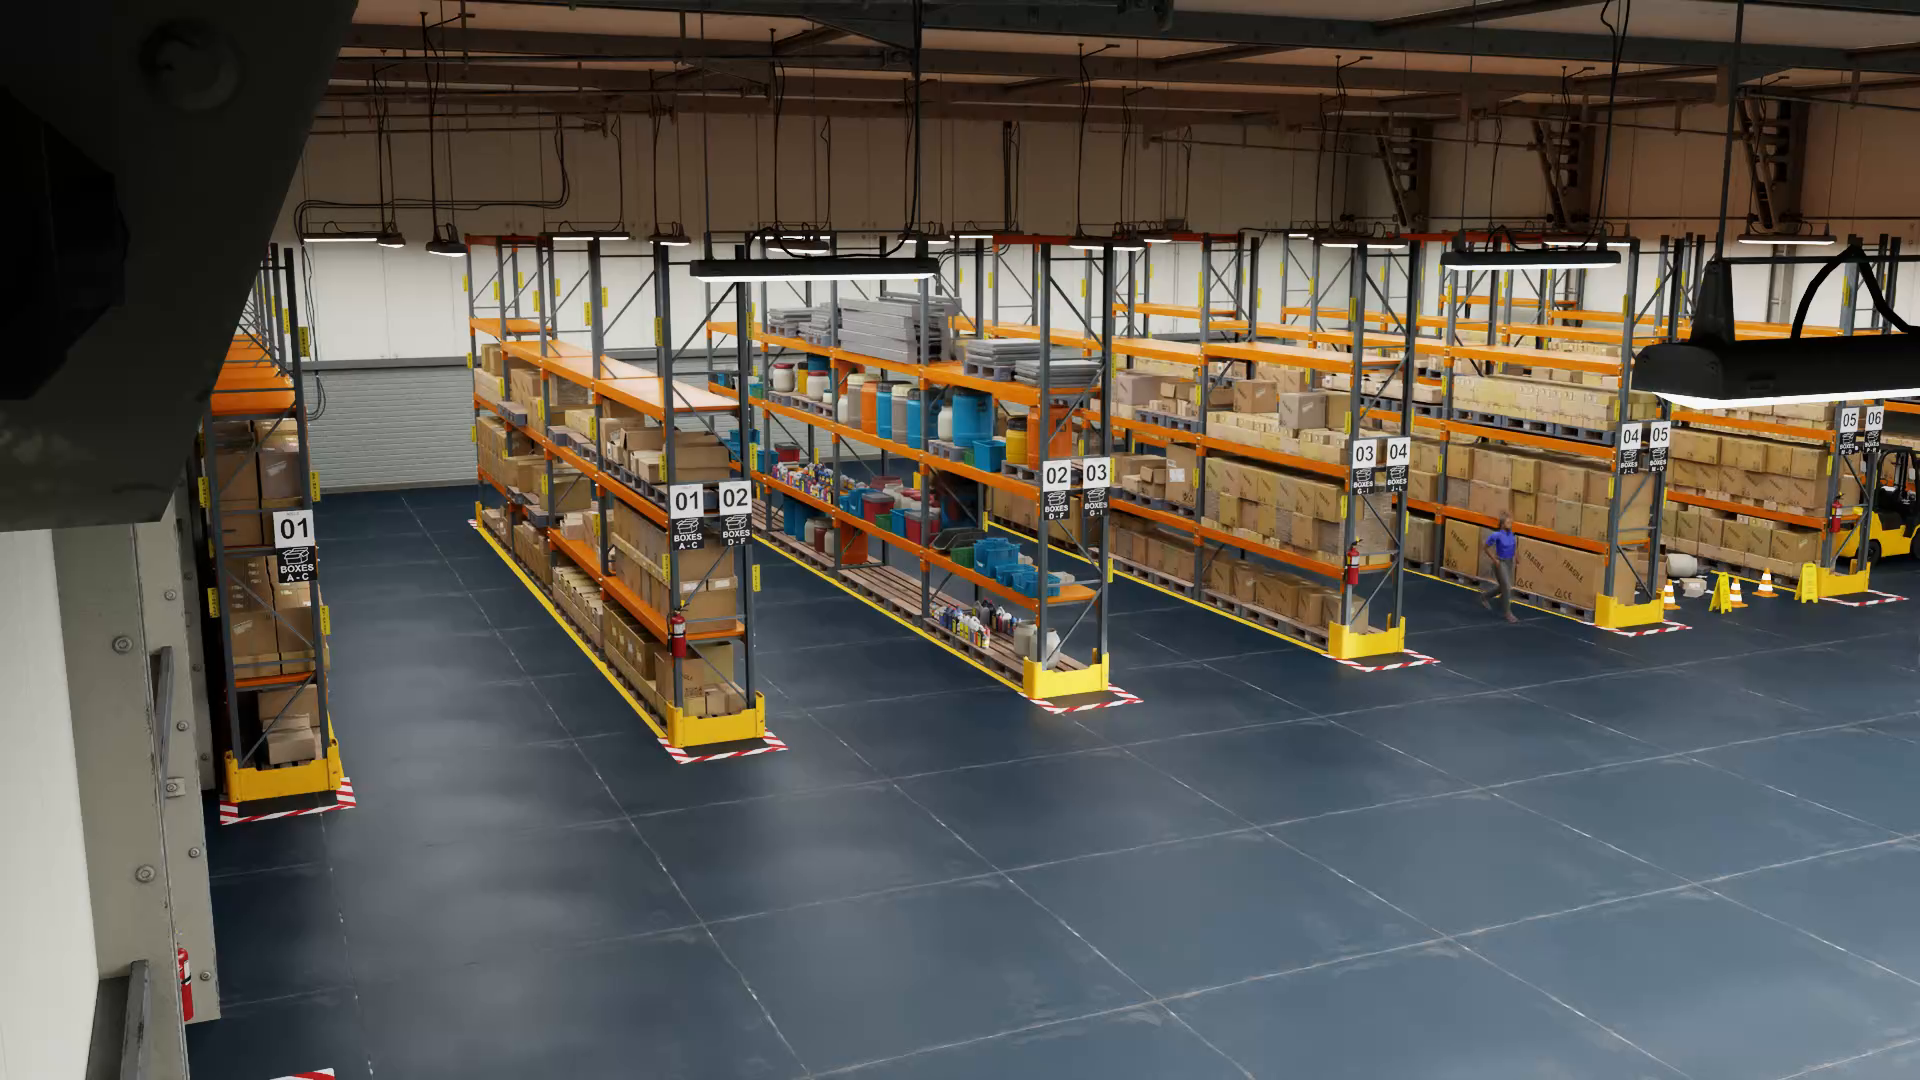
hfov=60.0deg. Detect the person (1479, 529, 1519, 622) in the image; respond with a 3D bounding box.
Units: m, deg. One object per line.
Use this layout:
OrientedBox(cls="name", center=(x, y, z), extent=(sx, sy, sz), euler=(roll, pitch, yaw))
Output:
OrientedBox(cls="person", center=(8.664, 0.527, 26.652), extent=(0.555, 1.456, 0.838), euler=(-7, 13, -34))
